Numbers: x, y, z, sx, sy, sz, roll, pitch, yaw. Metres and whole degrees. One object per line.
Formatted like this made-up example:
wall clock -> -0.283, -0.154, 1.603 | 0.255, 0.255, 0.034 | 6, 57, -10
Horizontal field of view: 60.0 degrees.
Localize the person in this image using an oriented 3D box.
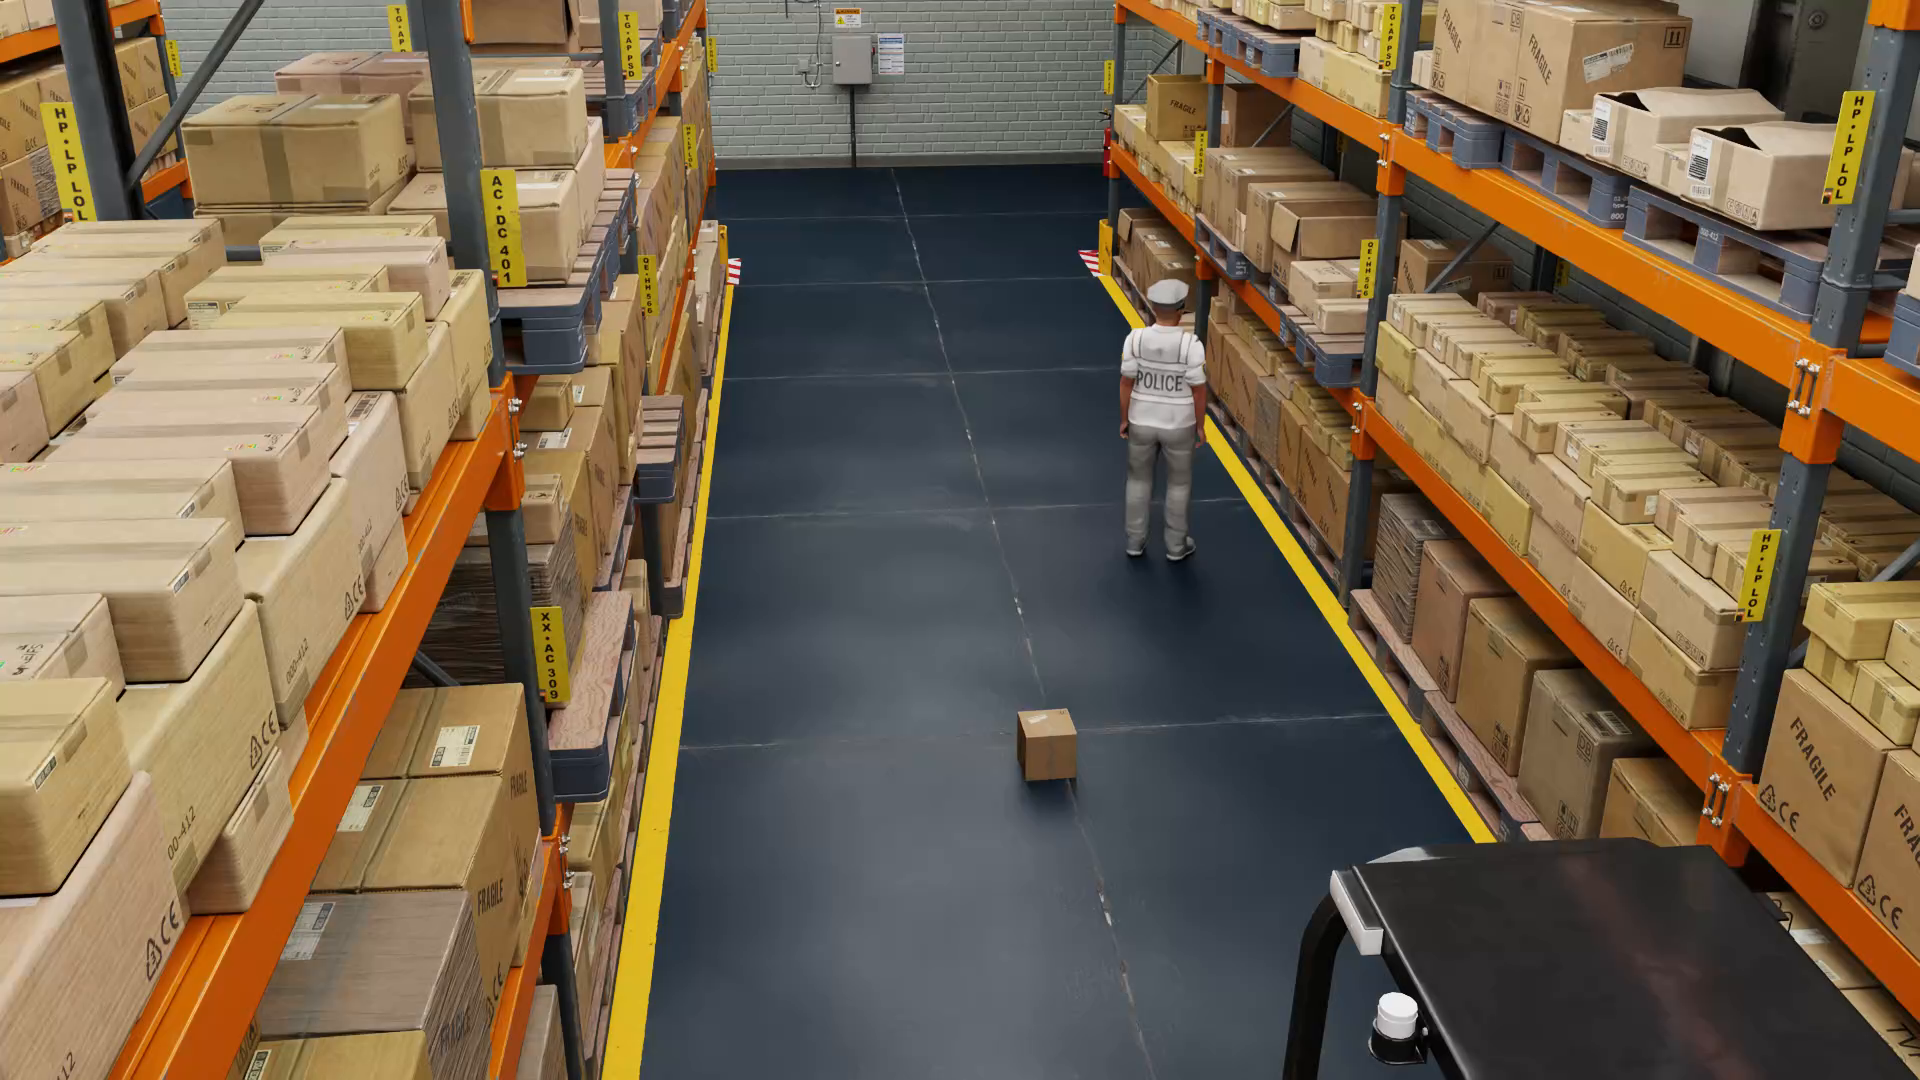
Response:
person -> 1.253, -0.728, 10.228 | 0.540, 1.782, 0.412 | 8, 25, 18
